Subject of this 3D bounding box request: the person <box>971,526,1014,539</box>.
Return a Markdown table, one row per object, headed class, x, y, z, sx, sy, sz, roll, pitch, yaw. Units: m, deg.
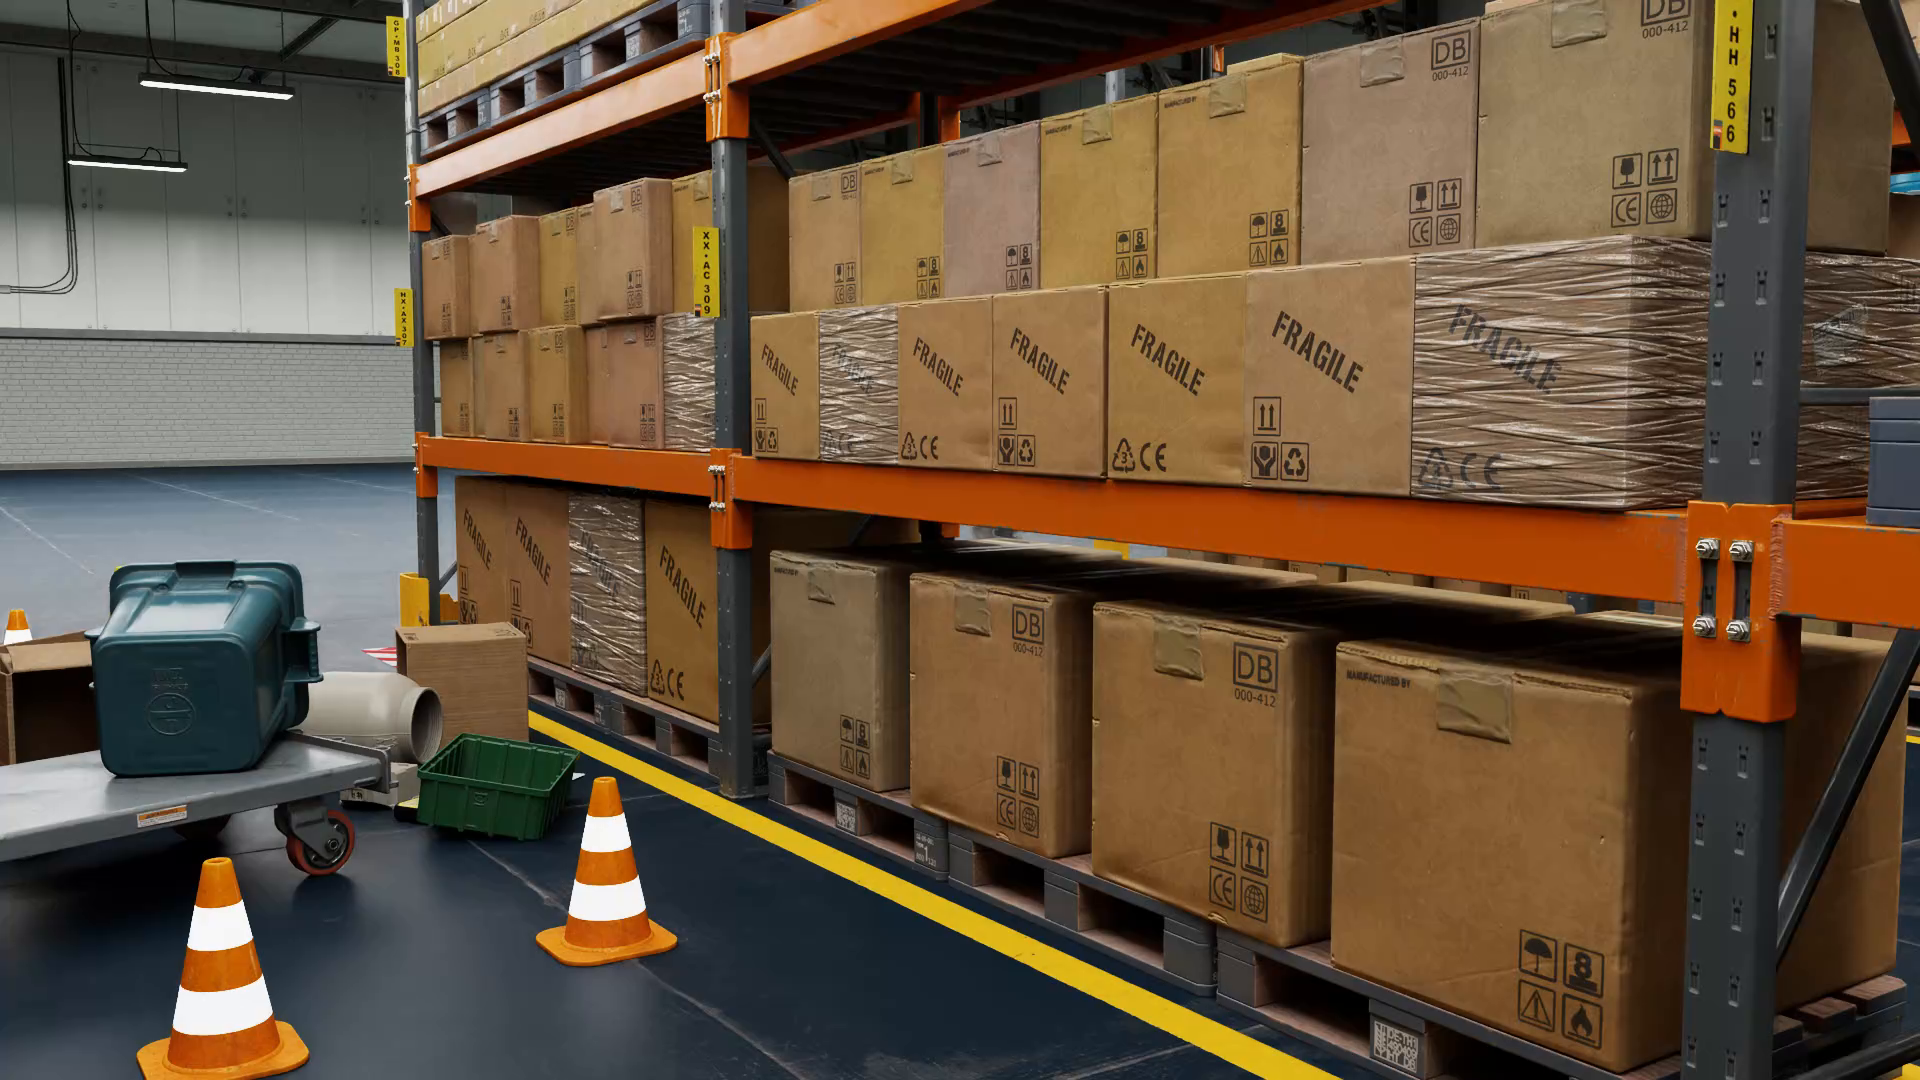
| class | x | y | z | sx | sy | sz | roll | pitch | yaw |
| --- | --- | --- | --- | --- | --- | --- | --- | --- | --- |
| person | 0.217 | -0.310 | 11.741 | 0.555 | 1.645 | 0.947 | 0 | 5 | -4 |
